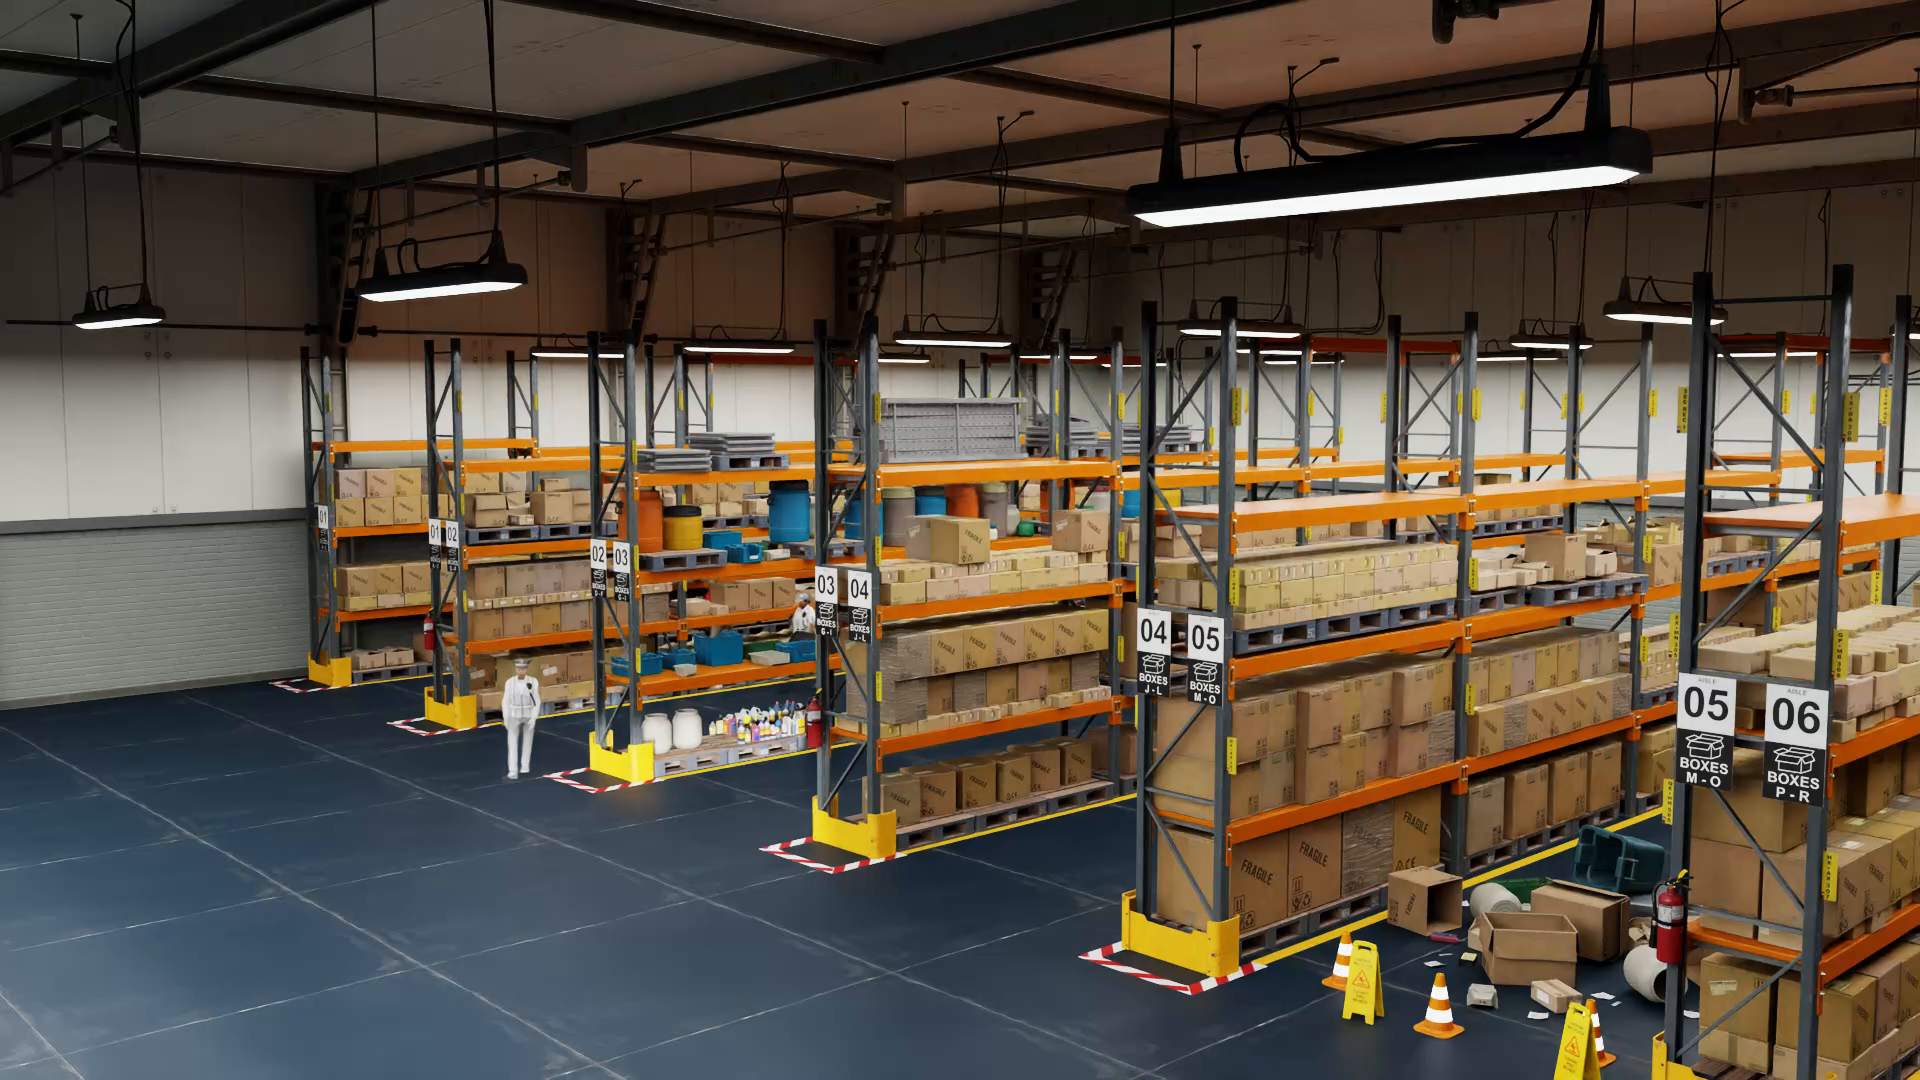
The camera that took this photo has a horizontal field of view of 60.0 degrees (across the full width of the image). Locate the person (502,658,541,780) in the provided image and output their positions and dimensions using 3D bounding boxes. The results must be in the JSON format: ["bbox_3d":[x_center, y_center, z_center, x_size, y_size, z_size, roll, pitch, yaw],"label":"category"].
[{"bbox_3d":[-5.858,2.377,22.237,0.498,1.620,1.040,-2,5,-21],"label":"person"}]

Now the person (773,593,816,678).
[{"bbox_3d":[-2.761,1.653,28.878,0.517,1.463,1.061,3,6,34],"label":"person"}]

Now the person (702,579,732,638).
[{"bbox_3d":[-4.642,1.564,31.309,0.528,1.671,0.976,4,6,38],"label":"person"}]
